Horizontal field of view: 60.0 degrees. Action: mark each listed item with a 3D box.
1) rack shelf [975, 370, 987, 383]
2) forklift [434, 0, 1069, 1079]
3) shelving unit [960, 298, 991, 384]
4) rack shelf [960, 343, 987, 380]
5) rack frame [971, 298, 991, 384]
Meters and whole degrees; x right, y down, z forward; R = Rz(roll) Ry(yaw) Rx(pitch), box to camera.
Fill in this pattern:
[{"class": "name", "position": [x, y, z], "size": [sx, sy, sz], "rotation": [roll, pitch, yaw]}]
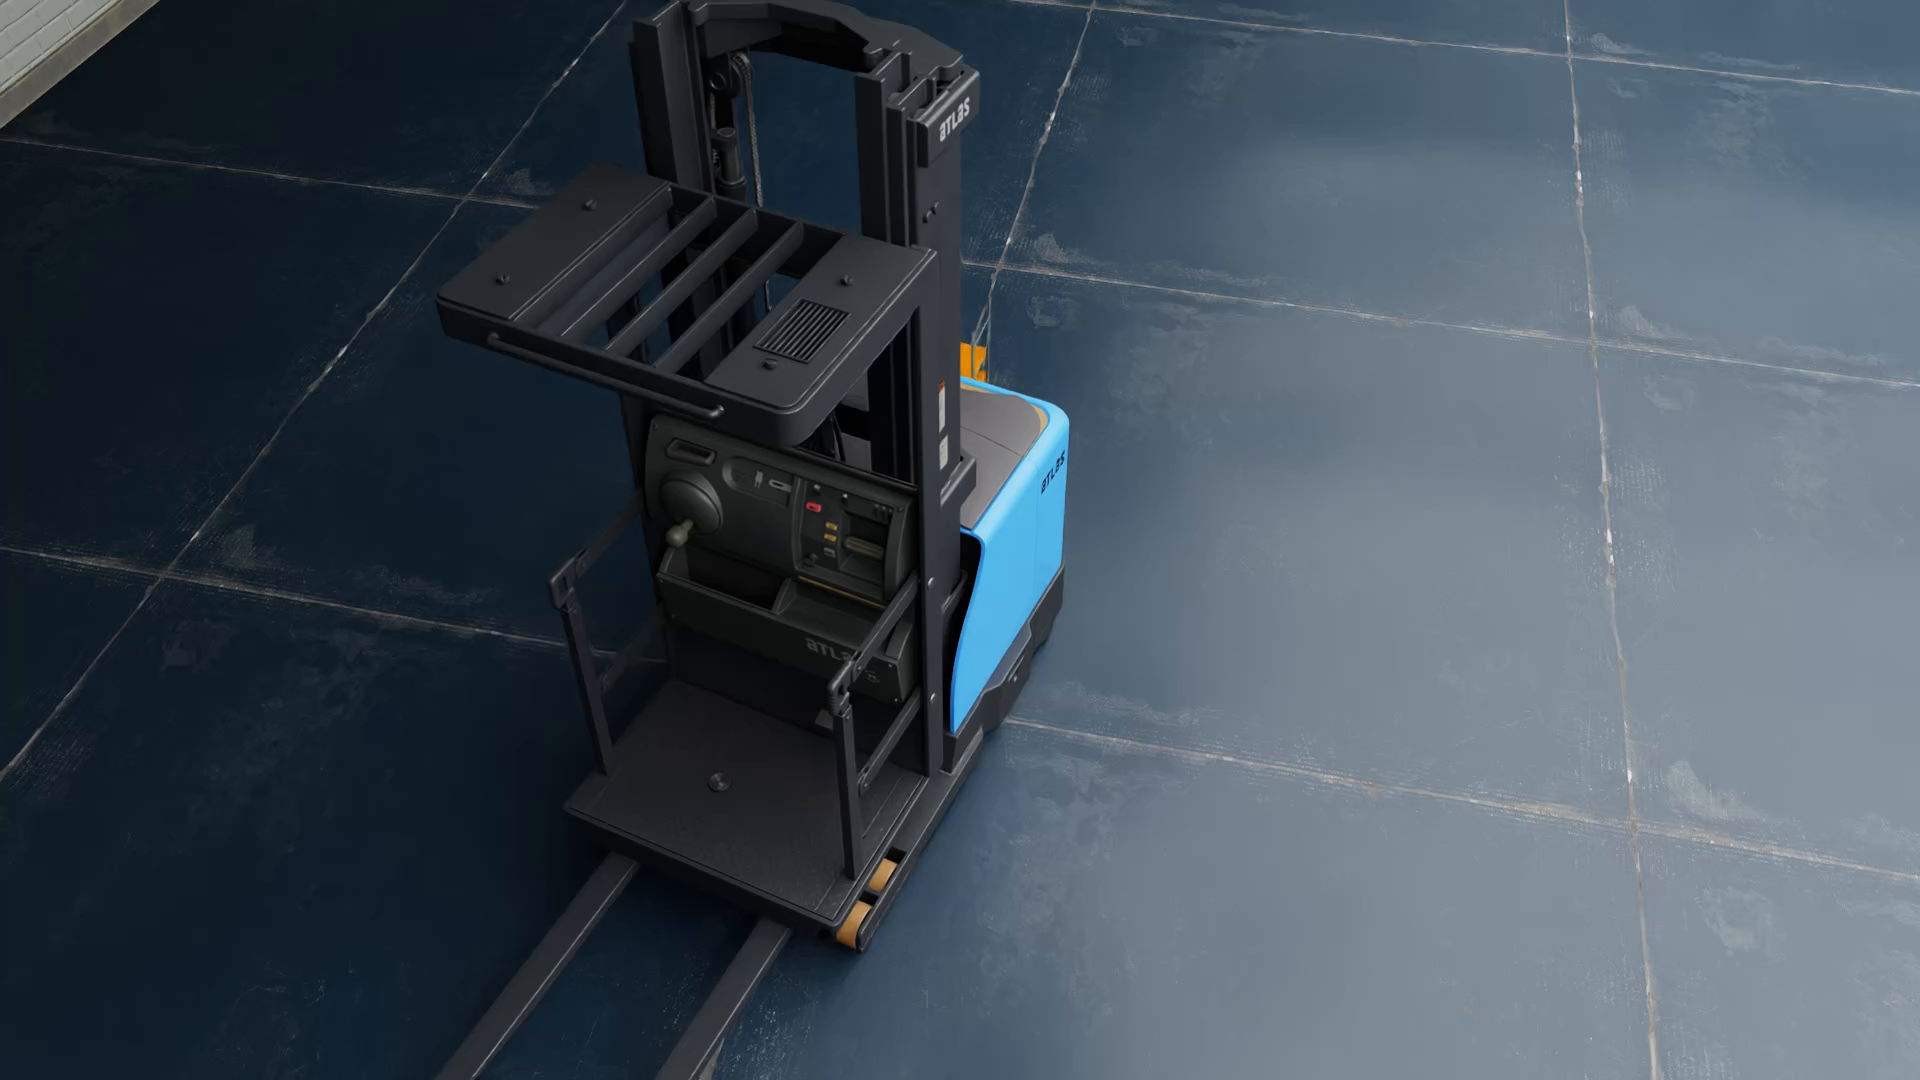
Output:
[{"class": "rack shelf", "position": [-0.007, -0.585, 6.671], "size": [0.180, 0.103, 0.258], "rotation": [12, 45, 12]}, {"class": "forklift", "position": [-0.680, -0.002, 5.099], "size": [1.130, 2.935, 3.031], "rotation": [19, 47, 18]}, {"class": "shelving unit", "position": [-0.007, -0.445, 6.806], "size": [0.189, 1.200, 0.258], "rotation": [12, 45, 12]}, {"class": "rack shelf", "position": [-0.007, -0.672, 6.588], "size": [0.180, 0.103, 0.258], "rotation": [12, 45, 12]}, {"class": "rack frame", "position": [0.080, -0.426, 6.787], "size": [0.006, 1.200, 0.240], "rotation": [12, 45, 12]}]
